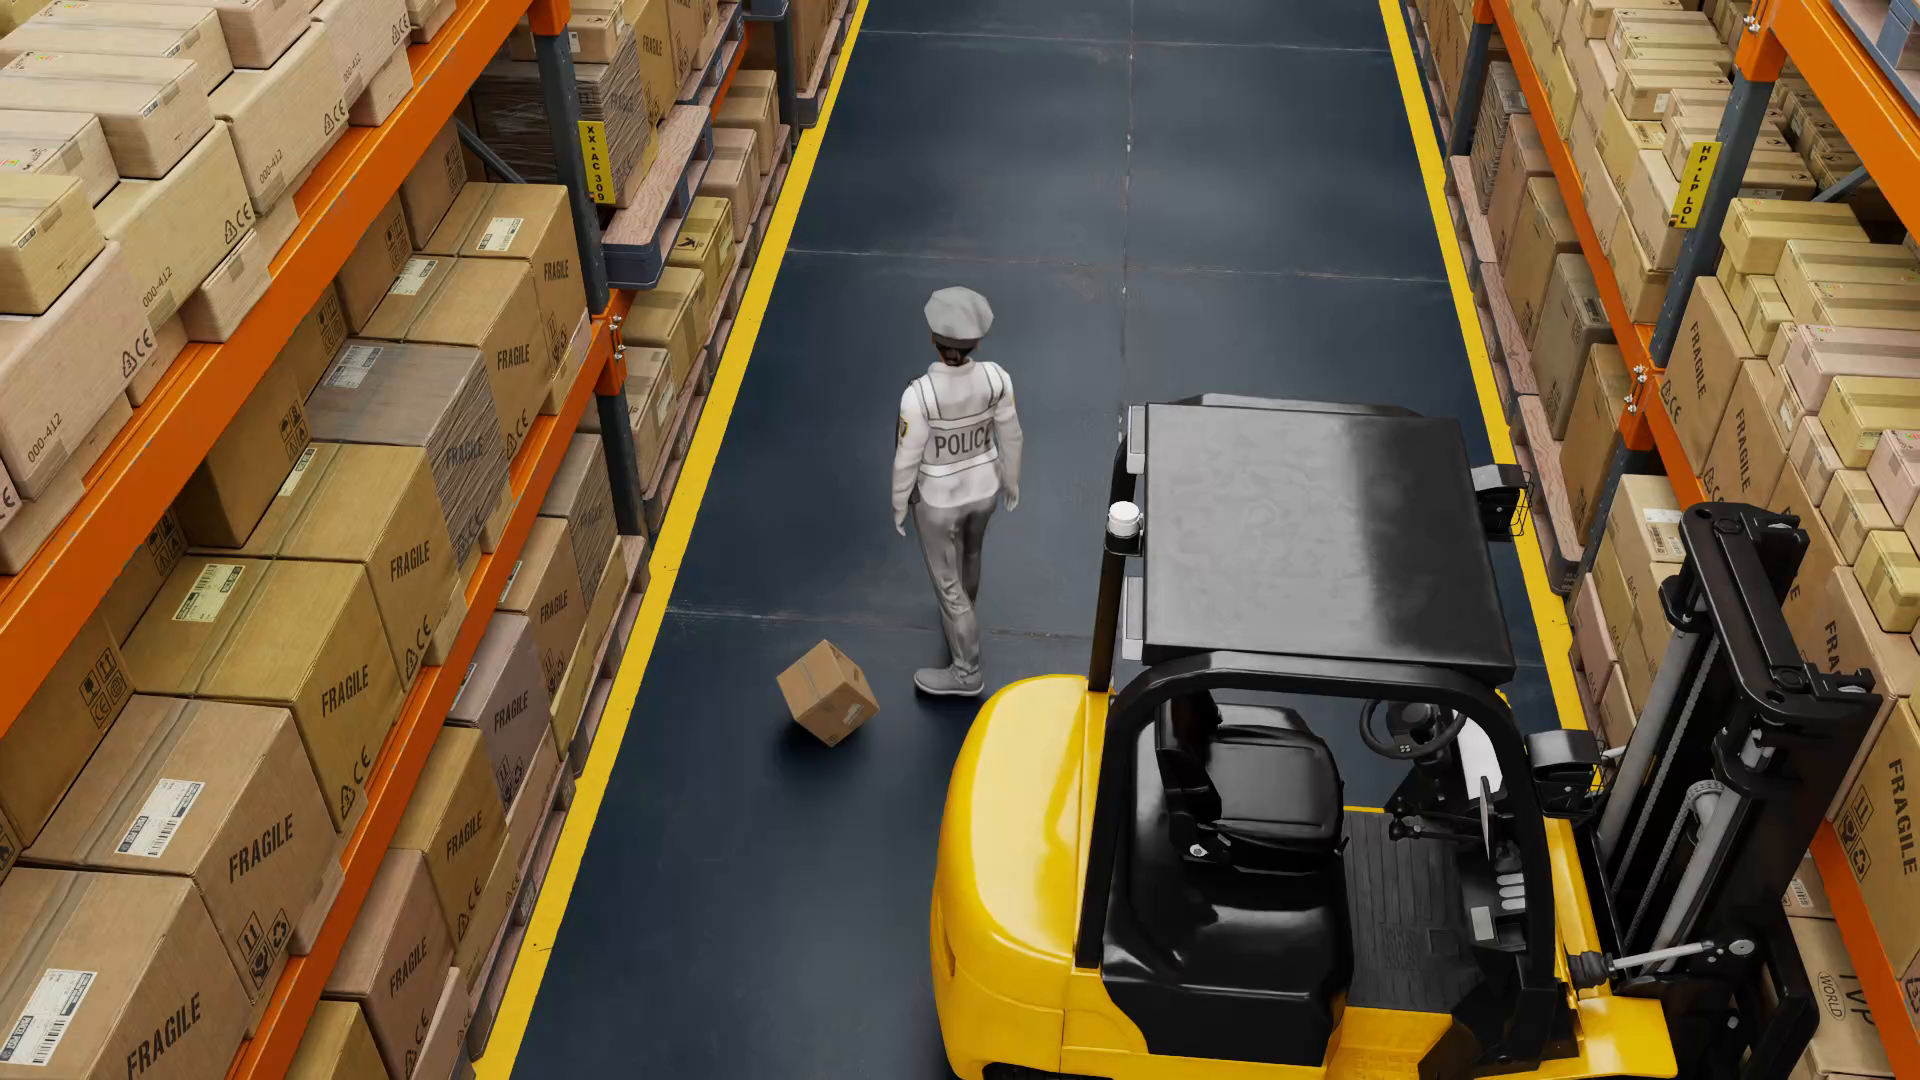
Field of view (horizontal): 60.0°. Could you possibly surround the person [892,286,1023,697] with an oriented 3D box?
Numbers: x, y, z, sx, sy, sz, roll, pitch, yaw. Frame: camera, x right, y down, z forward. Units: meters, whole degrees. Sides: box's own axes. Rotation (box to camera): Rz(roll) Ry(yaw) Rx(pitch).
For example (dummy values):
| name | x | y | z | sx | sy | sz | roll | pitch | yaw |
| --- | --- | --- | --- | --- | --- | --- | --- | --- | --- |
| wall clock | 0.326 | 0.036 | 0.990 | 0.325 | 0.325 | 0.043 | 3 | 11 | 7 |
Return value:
| name | x | y | z | sx | sy | sz | roll | pitch | yaw |
| --- | --- | --- | --- | --- | --- | --- | --- | --- | --- |
| person | -0.014 | -0.179 | 6.354 | 0.529 | 1.660 | 0.598 | -21 | 45 | -23 |
